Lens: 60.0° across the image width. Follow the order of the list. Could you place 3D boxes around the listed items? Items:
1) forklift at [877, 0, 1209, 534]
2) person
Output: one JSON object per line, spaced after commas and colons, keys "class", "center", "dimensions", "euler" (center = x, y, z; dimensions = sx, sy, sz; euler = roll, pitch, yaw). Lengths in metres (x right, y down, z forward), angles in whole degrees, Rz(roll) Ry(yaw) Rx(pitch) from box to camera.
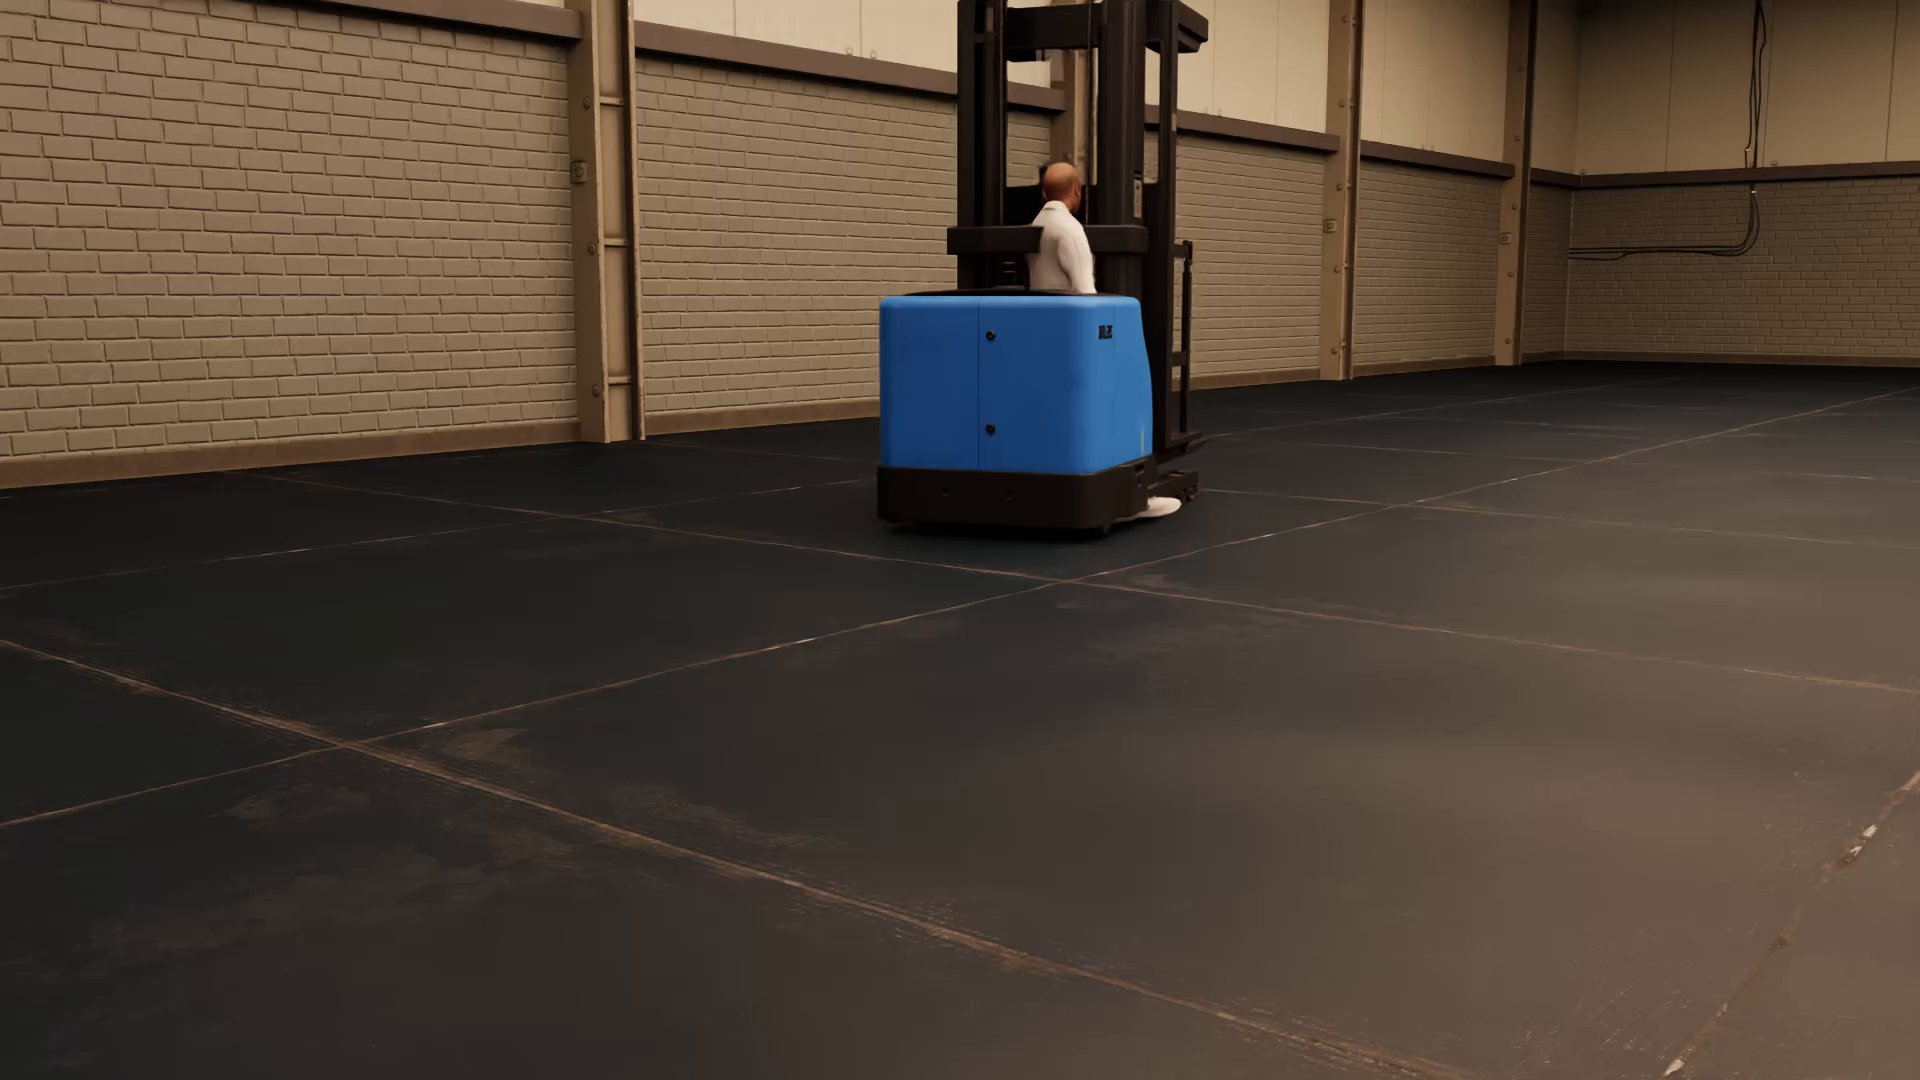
{"class": "forklift", "center": [0.630, -1.652, 8.572], "dimensions": [1.130, 2.935, 3.031], "euler": [3, 9, 21]}
{"class": "person", "center": [0.637, -0.944, 7.988], "dimensions": [0.756, 1.704, 0.803], "euler": [-3, 9, -22]}
